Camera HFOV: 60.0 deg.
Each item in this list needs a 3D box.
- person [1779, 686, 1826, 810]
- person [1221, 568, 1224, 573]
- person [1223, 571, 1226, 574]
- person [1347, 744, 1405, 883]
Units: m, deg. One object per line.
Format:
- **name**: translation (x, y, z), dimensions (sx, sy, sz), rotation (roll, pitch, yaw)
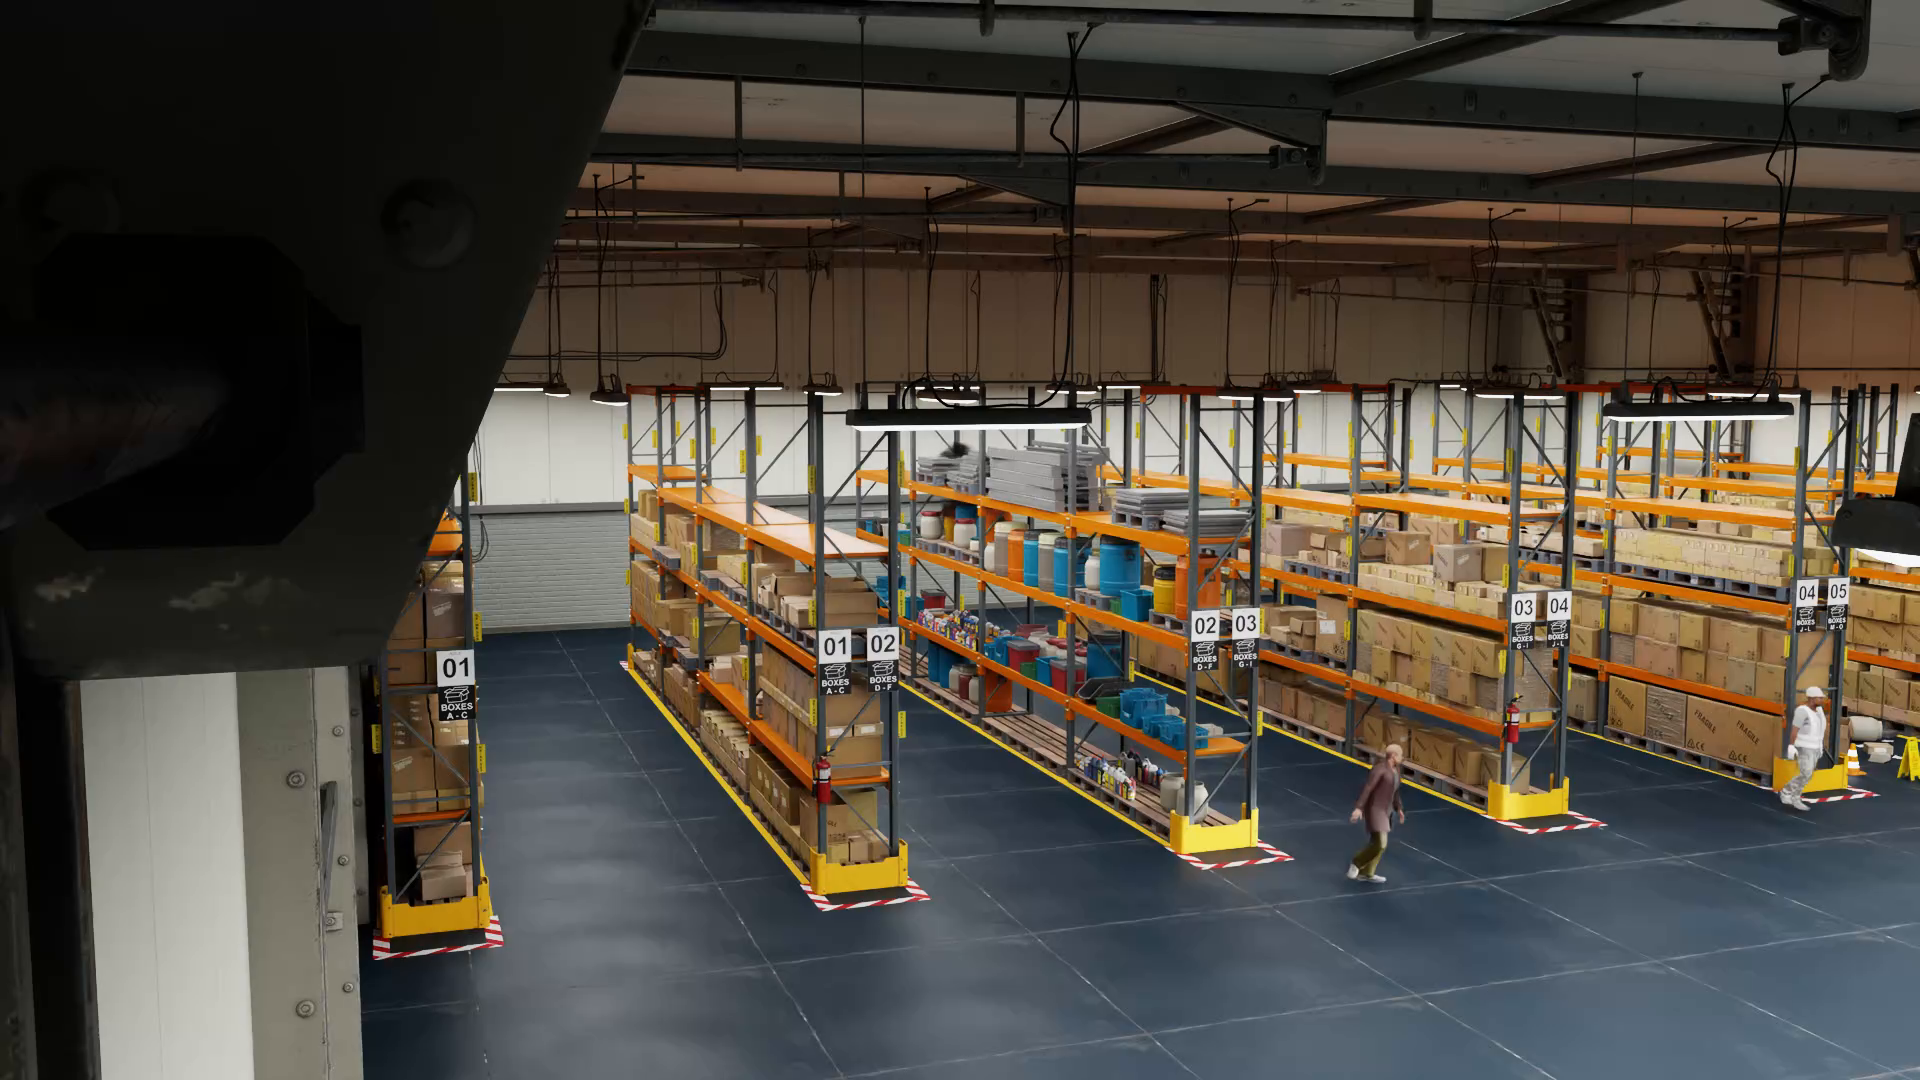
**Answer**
- **person**: translation (12.111, 2.991, 23.881), dimensions (0.661, 1.803, 0.475), rotation (-5, 8, -39)
- **person**: translation (6.080, 1.425, 39.825), dimensions (0.726, 1.590, 0.698), rotation (3, 7, 28)
- **person**: translation (6.160, 1.316, 40.566), dimensions (0.837, 1.737, 0.582), rotation (4, 7, 37)
- **person**: translation (5.119, 3.360, 20.462), dimensions (0.558, 1.746, 0.742), rotation (5, 8, 39)
